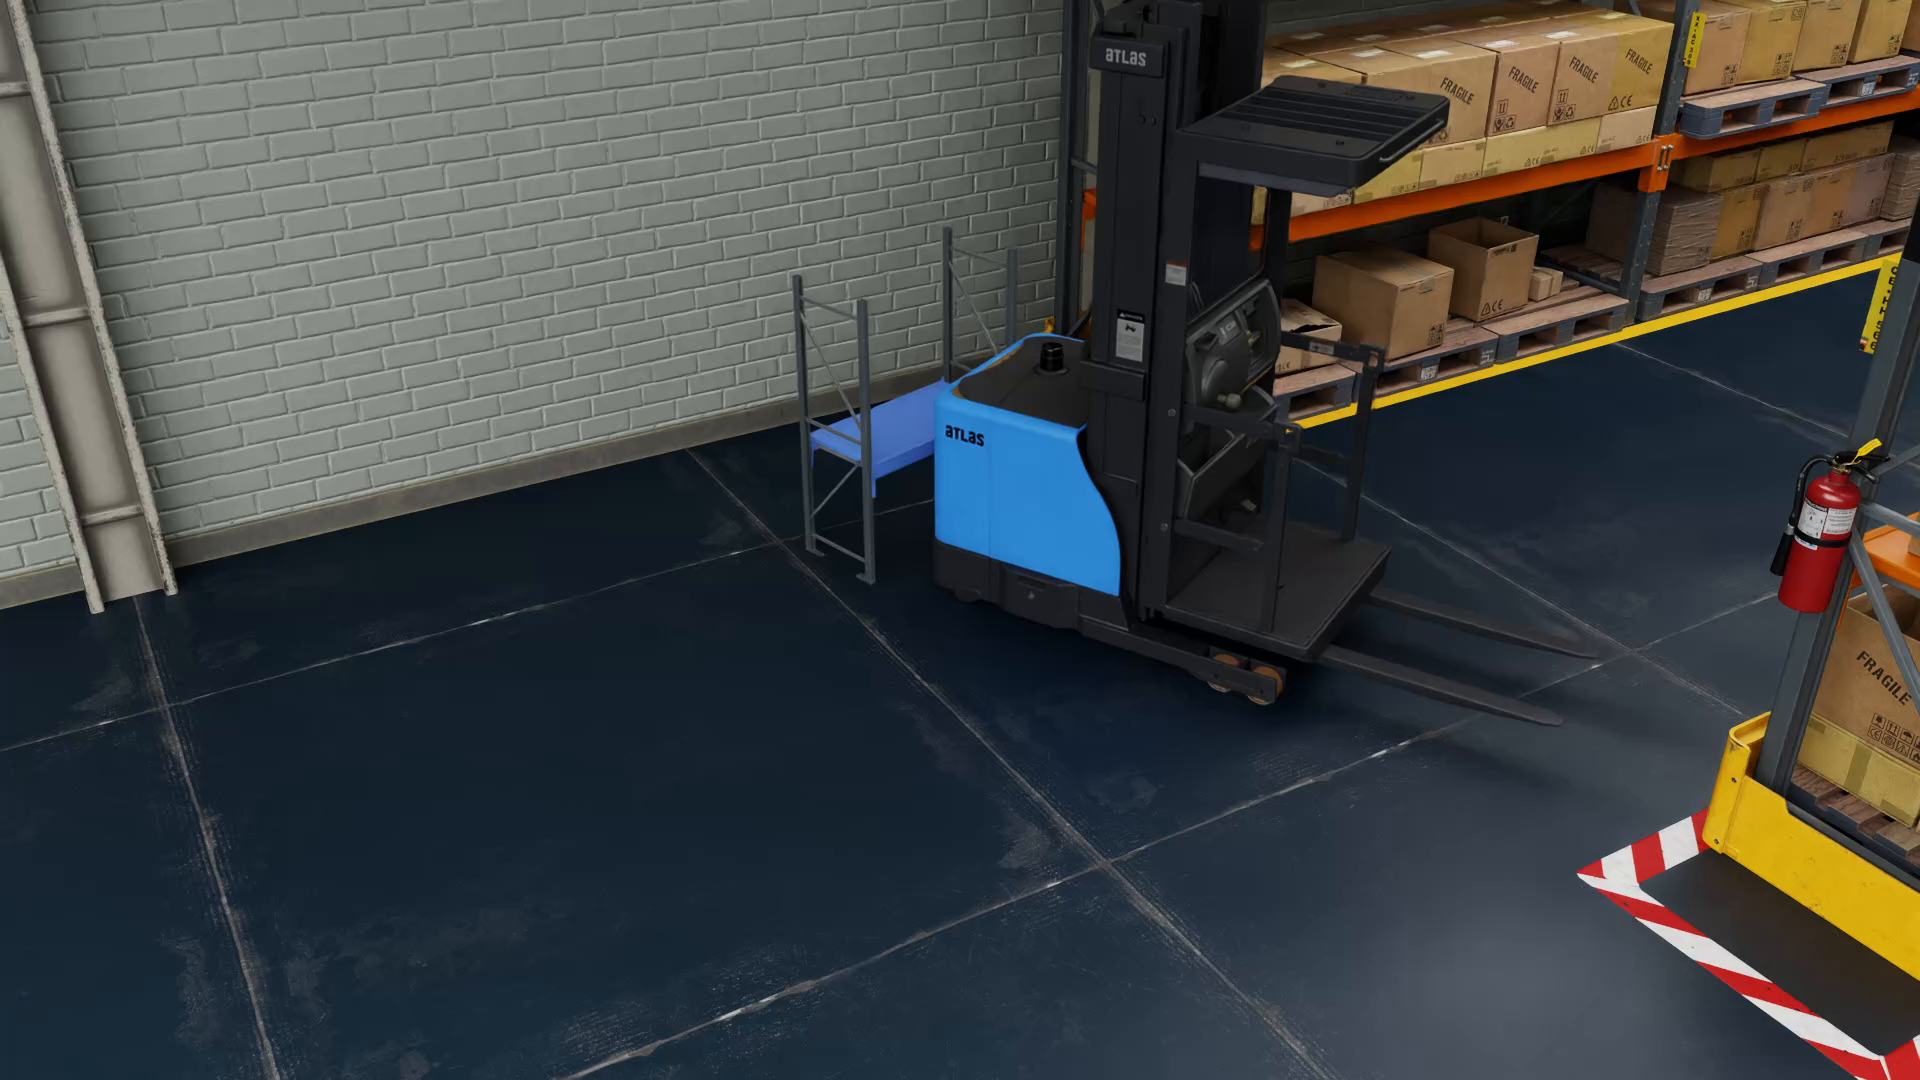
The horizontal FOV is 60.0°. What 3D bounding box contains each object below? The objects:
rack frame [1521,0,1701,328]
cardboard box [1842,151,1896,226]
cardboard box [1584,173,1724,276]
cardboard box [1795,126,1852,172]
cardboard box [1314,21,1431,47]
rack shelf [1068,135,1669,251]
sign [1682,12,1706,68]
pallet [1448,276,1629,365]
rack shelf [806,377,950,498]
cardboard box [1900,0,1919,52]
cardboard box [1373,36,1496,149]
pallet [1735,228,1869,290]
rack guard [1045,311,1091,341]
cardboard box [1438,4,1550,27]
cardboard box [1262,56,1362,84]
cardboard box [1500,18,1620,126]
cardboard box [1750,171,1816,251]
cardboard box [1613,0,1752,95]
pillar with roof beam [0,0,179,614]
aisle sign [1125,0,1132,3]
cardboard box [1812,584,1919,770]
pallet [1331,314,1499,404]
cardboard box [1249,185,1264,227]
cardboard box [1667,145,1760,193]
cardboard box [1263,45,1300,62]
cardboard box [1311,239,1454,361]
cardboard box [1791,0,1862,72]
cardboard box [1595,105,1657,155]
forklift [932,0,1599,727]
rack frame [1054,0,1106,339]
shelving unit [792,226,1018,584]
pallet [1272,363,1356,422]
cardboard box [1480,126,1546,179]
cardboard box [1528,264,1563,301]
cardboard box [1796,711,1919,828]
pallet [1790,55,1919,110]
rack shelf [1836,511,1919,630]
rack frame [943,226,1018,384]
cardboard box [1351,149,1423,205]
[{"bbox_3d":[4.322,-2.982,11.049,0.127,3.000,1.000,-16,33,-26],"label":"rack frame"},{"bbox_3d":[6.673,-2.784,12.821,0.500,0.500,0.700,-16,33,-26],"label":"cardboard box"},{"bbox_3d":[4.948,-2.267,11.886,0.500,0.500,0.700,-15,32,-25],"label":"cardboard box"},{"bbox_3d":[6.212,-2.948,12.343,0.500,0.250,0.500,-16,33,-27],"label":"cardboard box"},{"bbox_3d":[2.489,-2.849,10.166,0.500,0.500,0.500,-15,32,-26],"label":"cardboard box"},{"bbox_3d":[2.598,-2.177,10.336,4.000,0.370,1.077,-16,33,-26],"label":"rack shelf"},{"bbox_3d":[4.604,-3.137,10.434,0.005,0.325,0.100,-16,33,-26],"label":"sign"},{"bbox_3d":[3.761,-1.582,11.398,1.213,0.211,1.003,-16,33,-26],"label":"pallet"},{"bbox_3d":[-0.257,-0.544,8.555,0.538,0.185,1.000,25,38,38],"label":"rack shelf"},{"bbox_3d":[6.902,-3.930,12.208,0.500,0.500,0.700,-19,34,-31],"label":"cardboard box"},{"bbox_3d":[2.756,-2.638,9.784,0.500,0.500,0.500,-15,32,-25],"label":"cardboard box"},{"bbox_3d":[6.046,-2.253,12.614,1.213,0.211,1.003,-16,33,-26],"label":"pallet"},{"bbox_3d":[0.939,-0.927,9.912,0.348,0.500,1.175,-16,33,-26],"label":"rack guard"},{"bbox_3d":[3.363,-3.100,10.622,0.500,0.500,0.500,-16,33,-27],"label":"cardboard box"},{"bbox_3d":[1.868,-2.383,9.321,0.500,0.500,0.500,-16,33,-26],"label":"cardboard box"},{"bbox_3d":[3.644,-2.884,10.230,0.500,0.500,0.500,-16,33,-27],"label":"cardboard box"},{"bbox_3d":[5.829,-2.523,12.349,0.500,0.500,0.700,-15,32,-26],"label":"cardboard box"},{"bbox_3d":[4.778,-3.329,11.118,0.500,0.500,0.700,-16,33,-26],"label":"cardboard box"},{"bbox_3d":[-1.953,-1.899,2.878,0.400,9.000,9.100,-16,33,-26],"label":"pillar with roof beam"},{"bbox_3d":[0.963,-2.998,8.388,0.004,0.787,0.394,-16,33,-26],"label":"aisle sign"},{"bbox_3d":[3.698,0.496,6.381,0.500,0.500,0.500,-16,33,-26],"label":"cardboard box"},{"bbox_3d":[2.708,-1.281,10.853,1.213,0.211,1.003,-16,33,-26],"label":"pallet"},{"bbox_3d":[1.455,-1.933,9.283,0.500,0.250,0.500,-17,33,-28],"label":"cardboard box"},{"bbox_3d":[5.326,-2.705,11.902,0.500,0.250,0.500,-17,33,-27],"label":"cardboard box"},{"bbox_3d":[1.611,-2.597,9.710,0.500,0.500,0.500,-15,32,-26],"label":"cardboard box"},{"bbox_3d":[2.665,-1.531,10.552,0.500,0.500,0.700,-18,34,-29],"label":"cardboard box"},{"bbox_3d":[5.815,-3.637,11.677,0.500,0.500,0.700,-11,31,-20],"label":"cardboard box"},{"bbox_3d":[4.067,-2.683,10.641,0.500,0.250,0.500,-16,33,-26],"label":"cardboard box"},{"bbox_3d":[1.382,-0.842,7.243,3.031,2.935,1.130,17,33,28],"label":"forklift"},{"bbox_3d":[0.873,-2.003,9.275,0.127,3.000,1.000,-16,33,-26],"label":"rack frame"},{"bbox_3d":[-0.257,-0.701,8.468,0.538,1.500,1.048,25,38,38],"label":"shelving unit"},{"bbox_3d":[1.657,-0.985,10.316,1.213,0.211,1.003,-16,33,-26],"label":"pallet"},{"bbox_3d":[3.208,-2.435,10.192,0.500,0.250,0.500,-16,33,-27],"label":"cardboard box"},{"bbox_3d":[3.876,-1.791,11.367,0.250,0.166,0.380,-21,35,-33],"label":"cardboard box"},{"bbox_3d":[3.699,0.826,6.561,0.500,0.250,0.500,-16,33,-26],"label":"cardboard box"},{"bbox_3d":[6.085,-3.375,11.961,1.213,0.211,1.003,-16,33,-26],"label":"pallet"},{"bbox_3d":[5.111,-0.115,6.598,4.000,0.370,1.077,-16,33,-26],"label":"rack shelf"},{"bbox_3d":[0.099,-0.876,8.786,0.500,1.500,0.032,25,38,38],"label":"rack frame"},{"bbox_3d":[2.338,-2.188,9.745,0.500,0.250,0.500,-16,33,-27],"label":"cardboard box"}]
